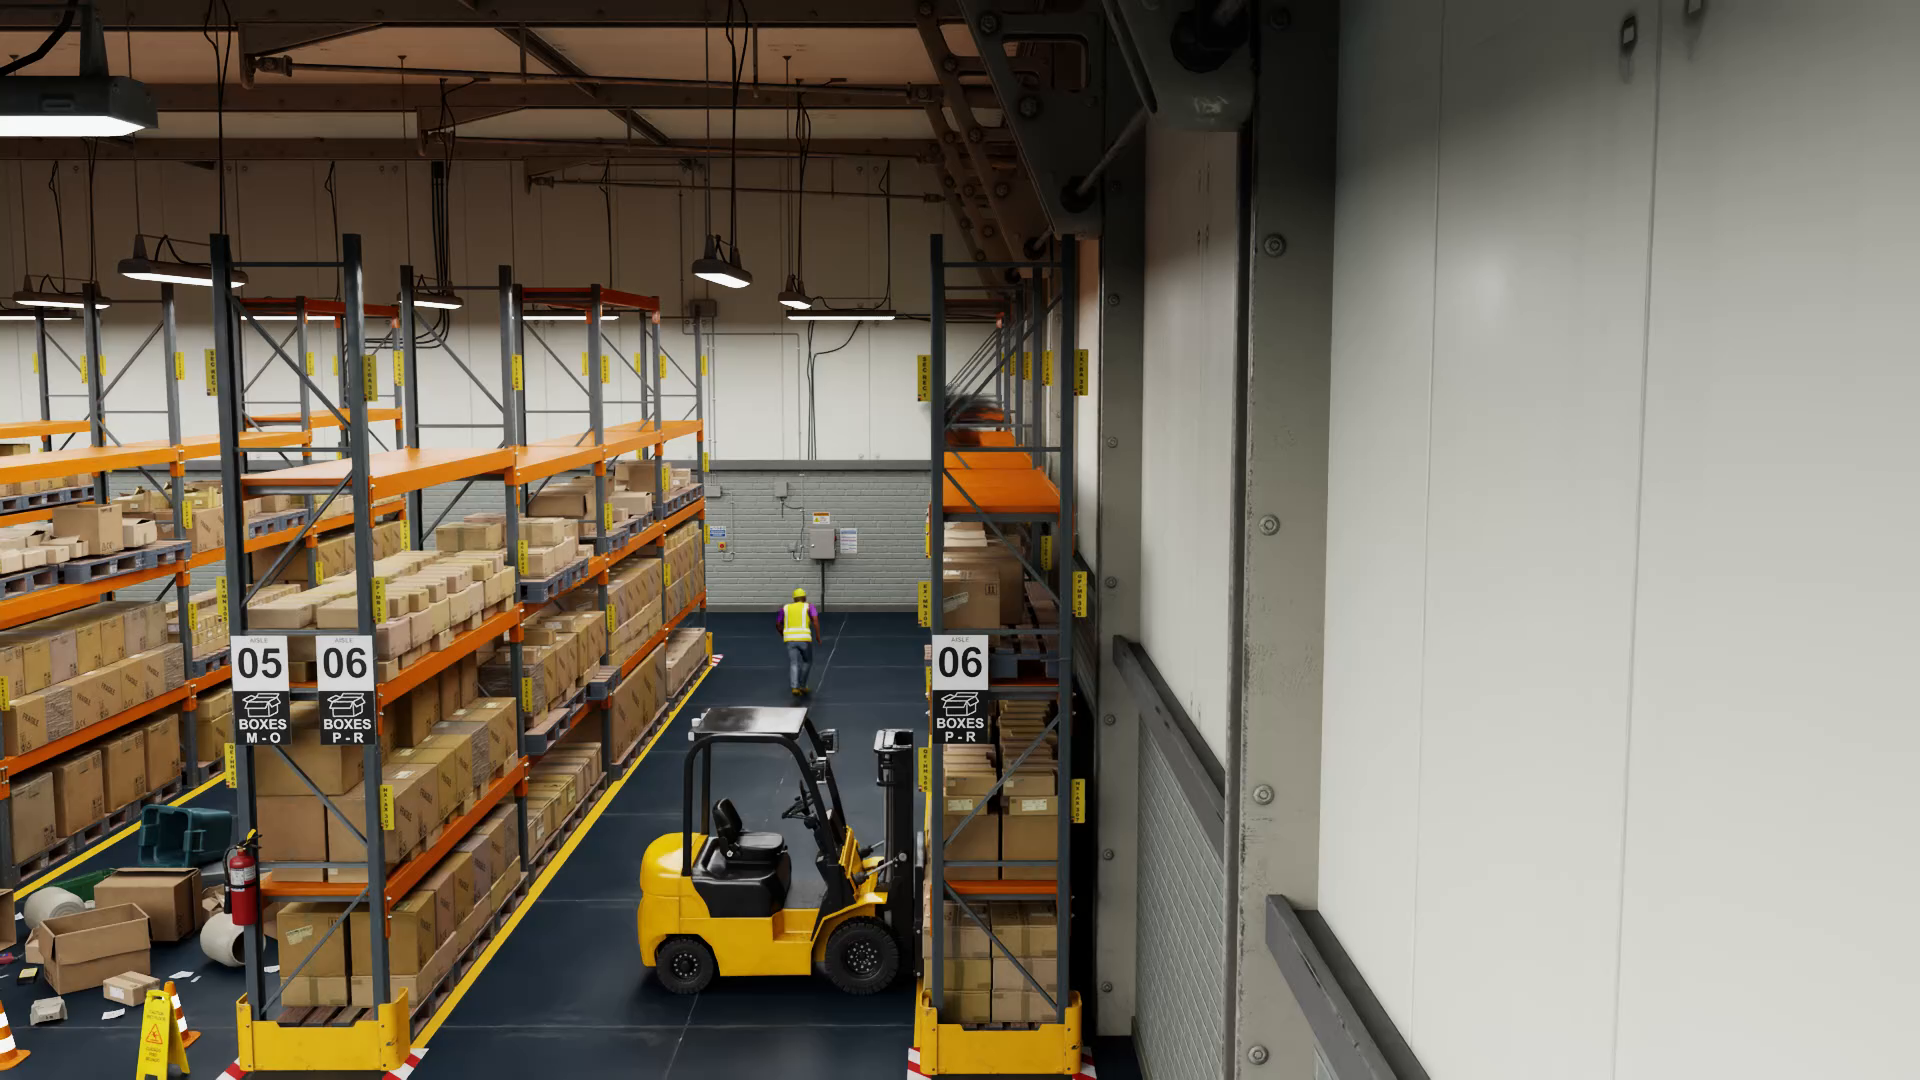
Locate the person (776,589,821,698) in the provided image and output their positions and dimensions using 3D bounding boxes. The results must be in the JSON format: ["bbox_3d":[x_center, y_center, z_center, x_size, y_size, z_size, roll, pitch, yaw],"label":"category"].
[{"bbox_3d":[-2.462,1.582,25.166,0.707,1.602,1.116,1,6,5],"label":"person"}]
